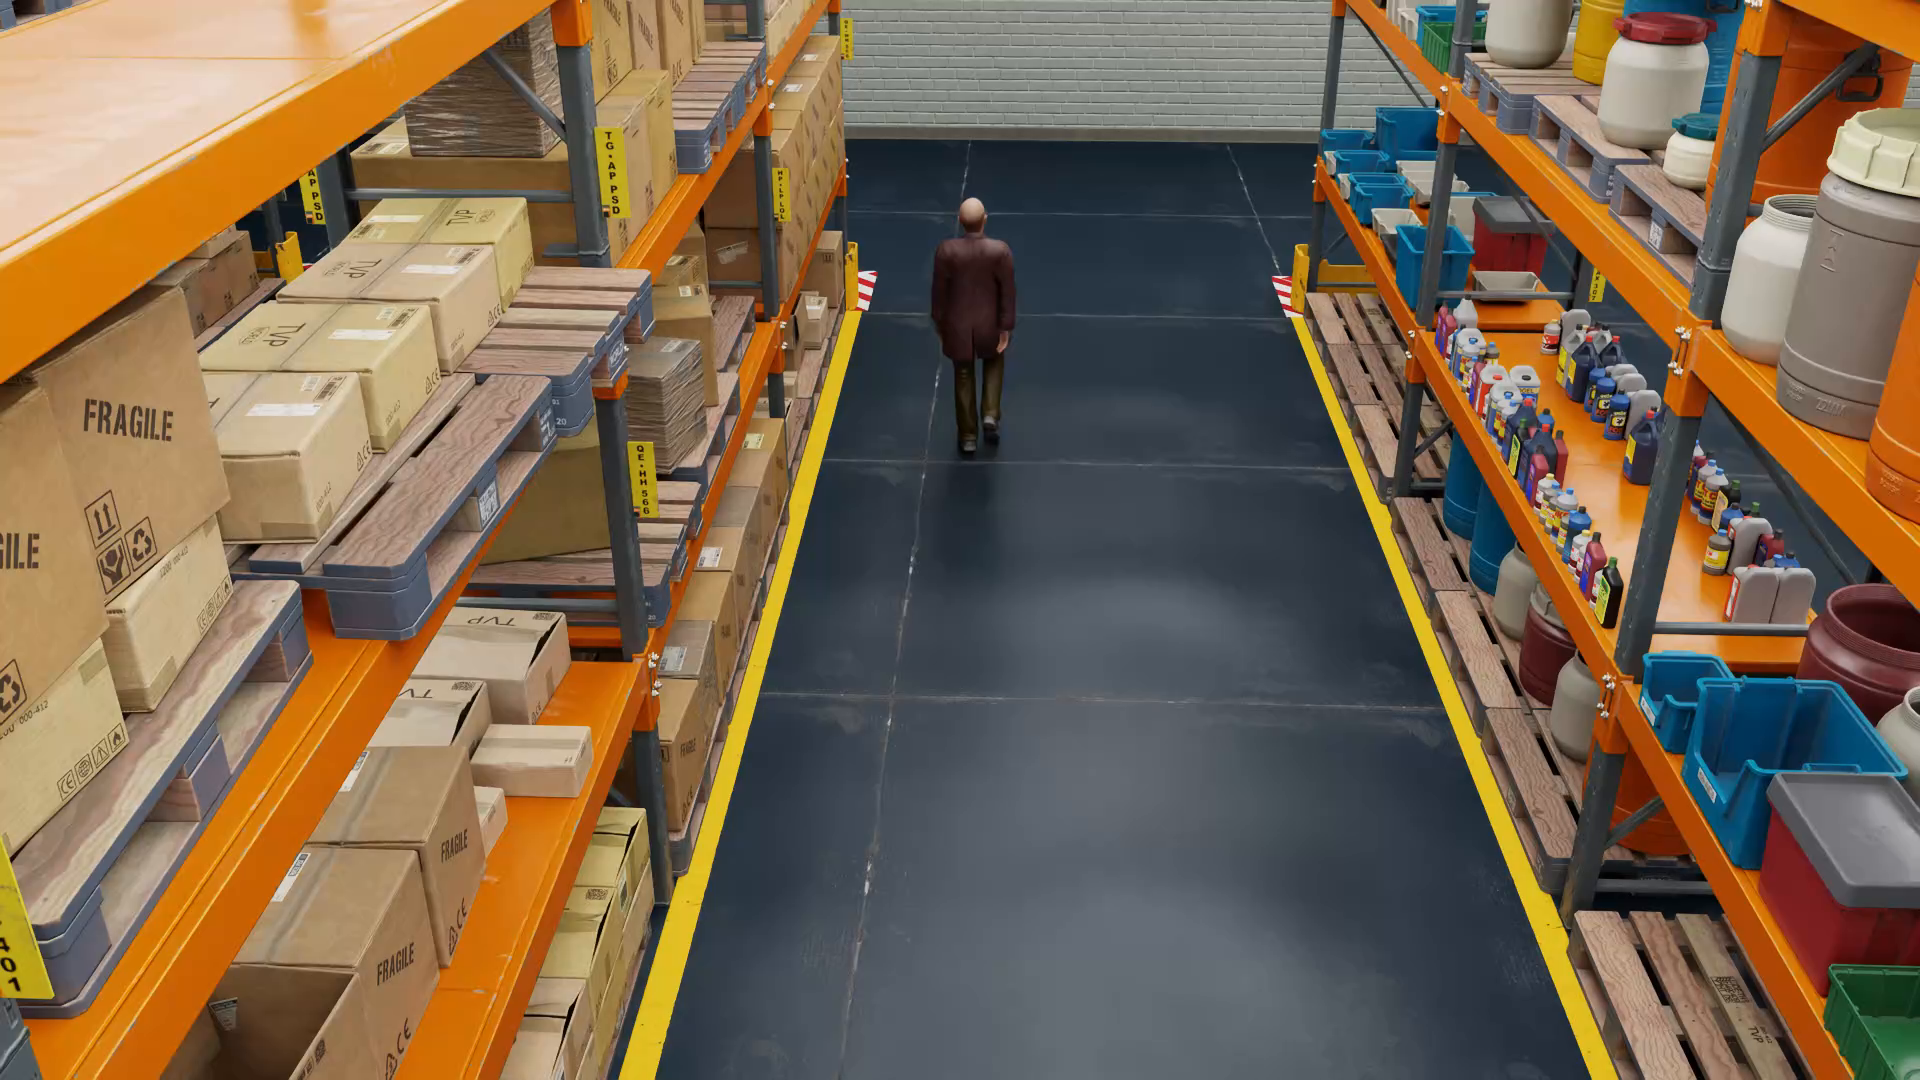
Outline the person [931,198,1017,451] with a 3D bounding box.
[{"bbox_3d":[0.088,-1.483,11.469,0.581,1.822,0.500,0,28,-1],"label":"person"}]
